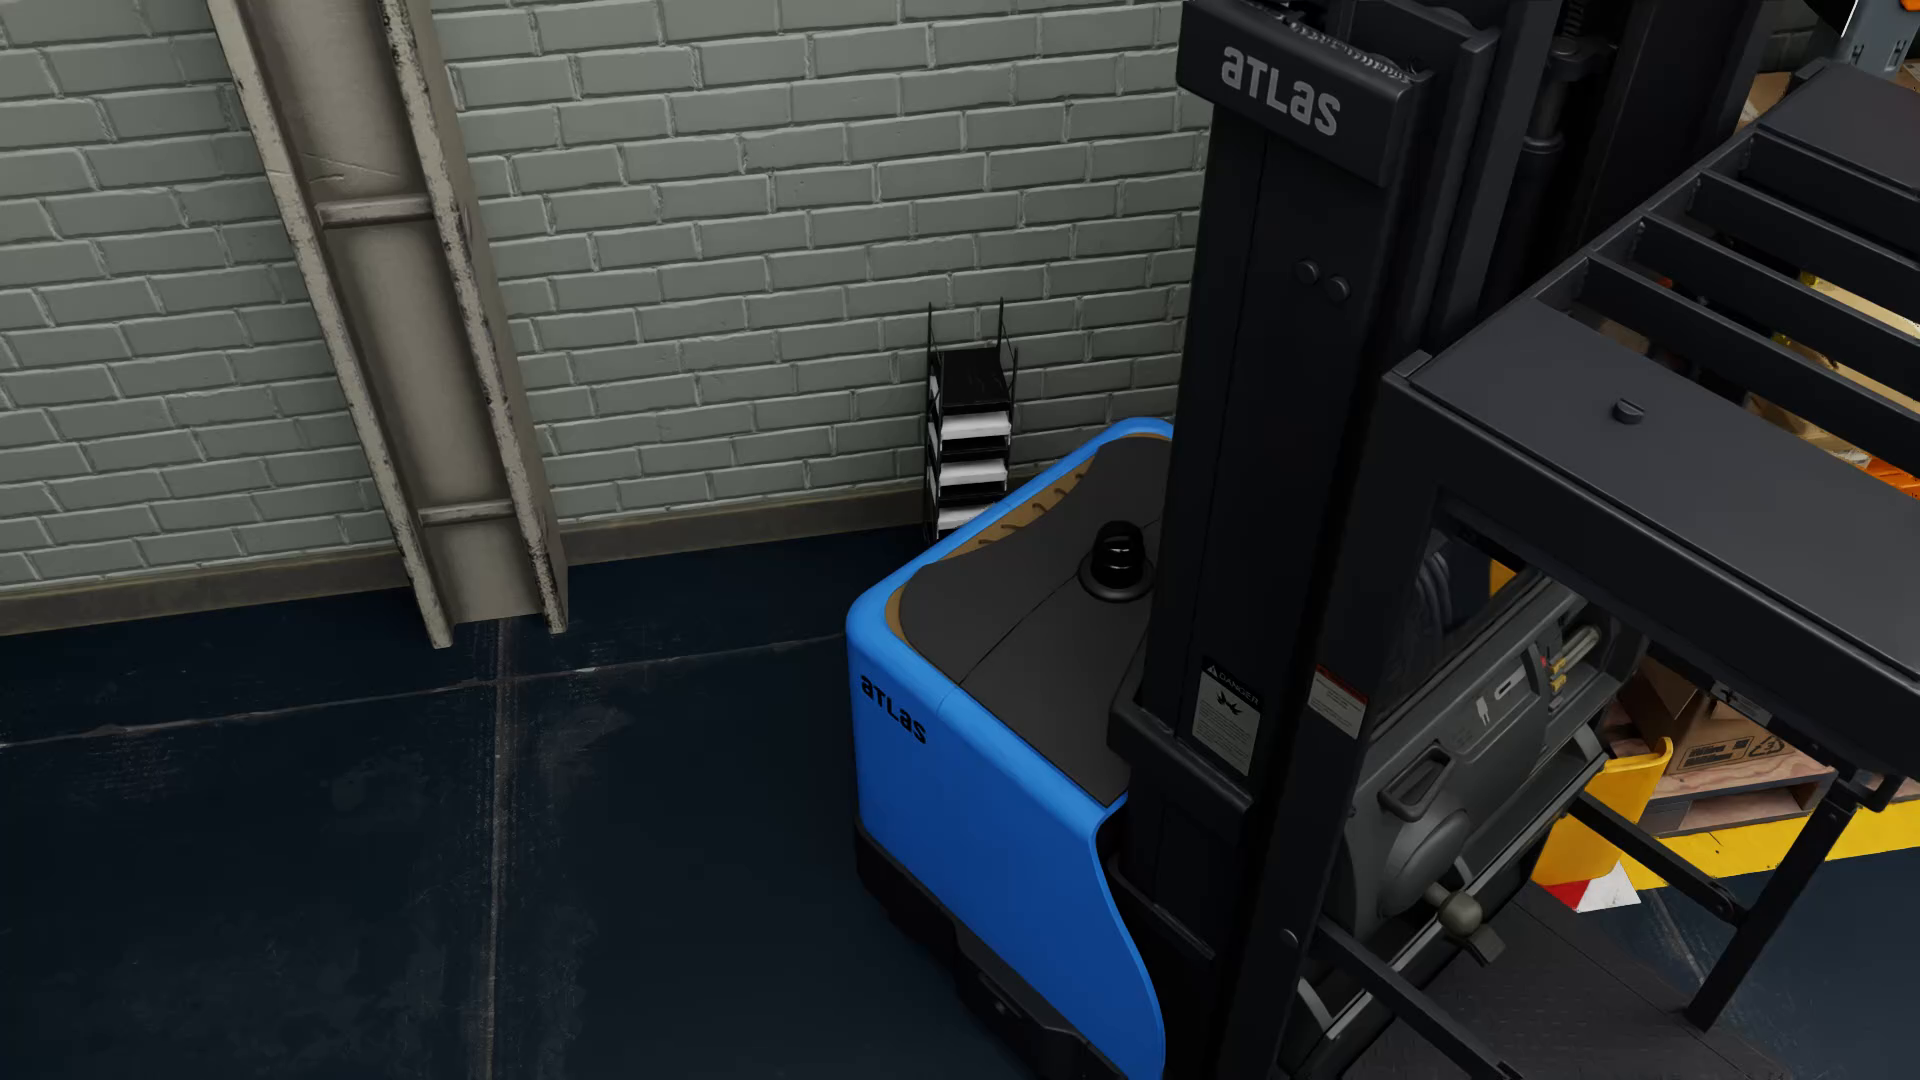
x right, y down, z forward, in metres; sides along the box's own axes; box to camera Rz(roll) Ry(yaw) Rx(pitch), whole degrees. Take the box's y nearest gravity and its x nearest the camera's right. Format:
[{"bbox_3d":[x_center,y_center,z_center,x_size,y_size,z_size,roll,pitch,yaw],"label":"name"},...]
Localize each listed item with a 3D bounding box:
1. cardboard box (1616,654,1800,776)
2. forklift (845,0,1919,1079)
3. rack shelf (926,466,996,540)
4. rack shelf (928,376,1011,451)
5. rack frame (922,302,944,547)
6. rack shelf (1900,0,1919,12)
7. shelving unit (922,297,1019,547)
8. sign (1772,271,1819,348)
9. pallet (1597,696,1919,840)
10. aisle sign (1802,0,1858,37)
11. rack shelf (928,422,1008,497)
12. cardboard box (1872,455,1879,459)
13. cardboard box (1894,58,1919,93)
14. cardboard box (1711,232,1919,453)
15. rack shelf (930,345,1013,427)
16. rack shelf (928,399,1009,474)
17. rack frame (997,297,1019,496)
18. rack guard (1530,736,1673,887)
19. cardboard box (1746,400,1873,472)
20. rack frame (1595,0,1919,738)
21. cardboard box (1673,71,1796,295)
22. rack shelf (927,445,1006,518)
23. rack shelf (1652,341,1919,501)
[{"bbox_3d":[2.031,0.170,4.445,0.637,0.503,0.797,-9,47,-8],"label":"cardboard box"},{"bbox_3d":[1.107,0.411,2.818,1.130,2.935,3.031,-34,55,-28],"label":"forklift"},{"bbox_3d":[0.011,-0.124,5.036,0.200,0.077,0.258,-5,46,-8],"label":"rack shelf"},{"bbox_3d":[0.024,-0.376,4.778,0.200,0.077,0.258,-5,46,-8],"label":"rack shelf"},{"bbox_3d":[-0.081,-0.264,4.869,0.006,0.900,0.240,-5,46,-8],"label":"rack frame"},{"bbox_3d":[3.383,-1.579,3.105,4.000,0.370,1.077,-7,46,-7],"label":"rack shelf"},{"bbox_3d":[0.019,-0.273,4.883,0.210,0.900,0.258,-5,46,-8],"label":"shelving unit"},{"bbox_3d":[1.505,-0.458,3.007,0.005,0.325,0.100,-7,46,-7],"label":"sign"},{"bbox_3d":[2.273,0.317,4.798,1.213,0.211,1.003,-7,46,-7],"label":"pallet"},{"bbox_3d":[1.395,-1.228,2.545,0.004,0.787,0.394,-7,46,-7],"label":"aisle sign"},{"bbox_3d":[0.018,-0.250,4.907,0.200,0.077,0.258,-5,46,-8],"label":"rack shelf"},{"bbox_3d":[2.026,-0.365,3.693,0.250,0.149,0.380,-6,46,-6],"label":"cardboard box"},{"bbox_3d":[2.329,-0.901,3.933,0.500,0.250,0.500,-7,46,-7],"label":"cardboard box"},{"bbox_3d":[1.905,-0.458,3.506,0.500,0.250,0.500,-7,46,-7],"label":"cardboard box"},{"bbox_3d":[0.028,-0.438,4.714,0.200,0.077,0.258,-5,46,-8],"label":"rack shelf"},{"bbox_3d":[0.021,-0.313,4.843,0.200,0.077,0.258,-5,46,-8],"label":"rack shelf"},{"bbox_3d":[0.119,-0.283,4.897,0.006,0.900,0.240,-5,46,-8],"label":"rack frame"},{"bbox_3d":[1.487,0.315,4.599,0.348,0.500,1.175,-7,46,-7],"label":"rack guard"},{"bbox_3d":[1.783,-0.301,3.632,0.250,0.149,0.380,-7,47,-7],"label":"cardboard box"},{"bbox_3d":[1.412,-0.543,3.690,0.127,3.000,1.000,-7,46,-7],"label":"rack frame"},{"bbox_3d":[1.820,-0.839,3.873,0.500,0.250,0.500,-6,46,-6],"label":"cardboard box"},{"bbox_3d":[0.014,-0.187,4.971,0.200,0.077,0.258,-5,46,-8],"label":"rack shelf"},{"bbox_3d":[3.383,-0.539,4.186,4.000,0.370,1.077,-7,46,-7],"label":"rack shelf"}]
